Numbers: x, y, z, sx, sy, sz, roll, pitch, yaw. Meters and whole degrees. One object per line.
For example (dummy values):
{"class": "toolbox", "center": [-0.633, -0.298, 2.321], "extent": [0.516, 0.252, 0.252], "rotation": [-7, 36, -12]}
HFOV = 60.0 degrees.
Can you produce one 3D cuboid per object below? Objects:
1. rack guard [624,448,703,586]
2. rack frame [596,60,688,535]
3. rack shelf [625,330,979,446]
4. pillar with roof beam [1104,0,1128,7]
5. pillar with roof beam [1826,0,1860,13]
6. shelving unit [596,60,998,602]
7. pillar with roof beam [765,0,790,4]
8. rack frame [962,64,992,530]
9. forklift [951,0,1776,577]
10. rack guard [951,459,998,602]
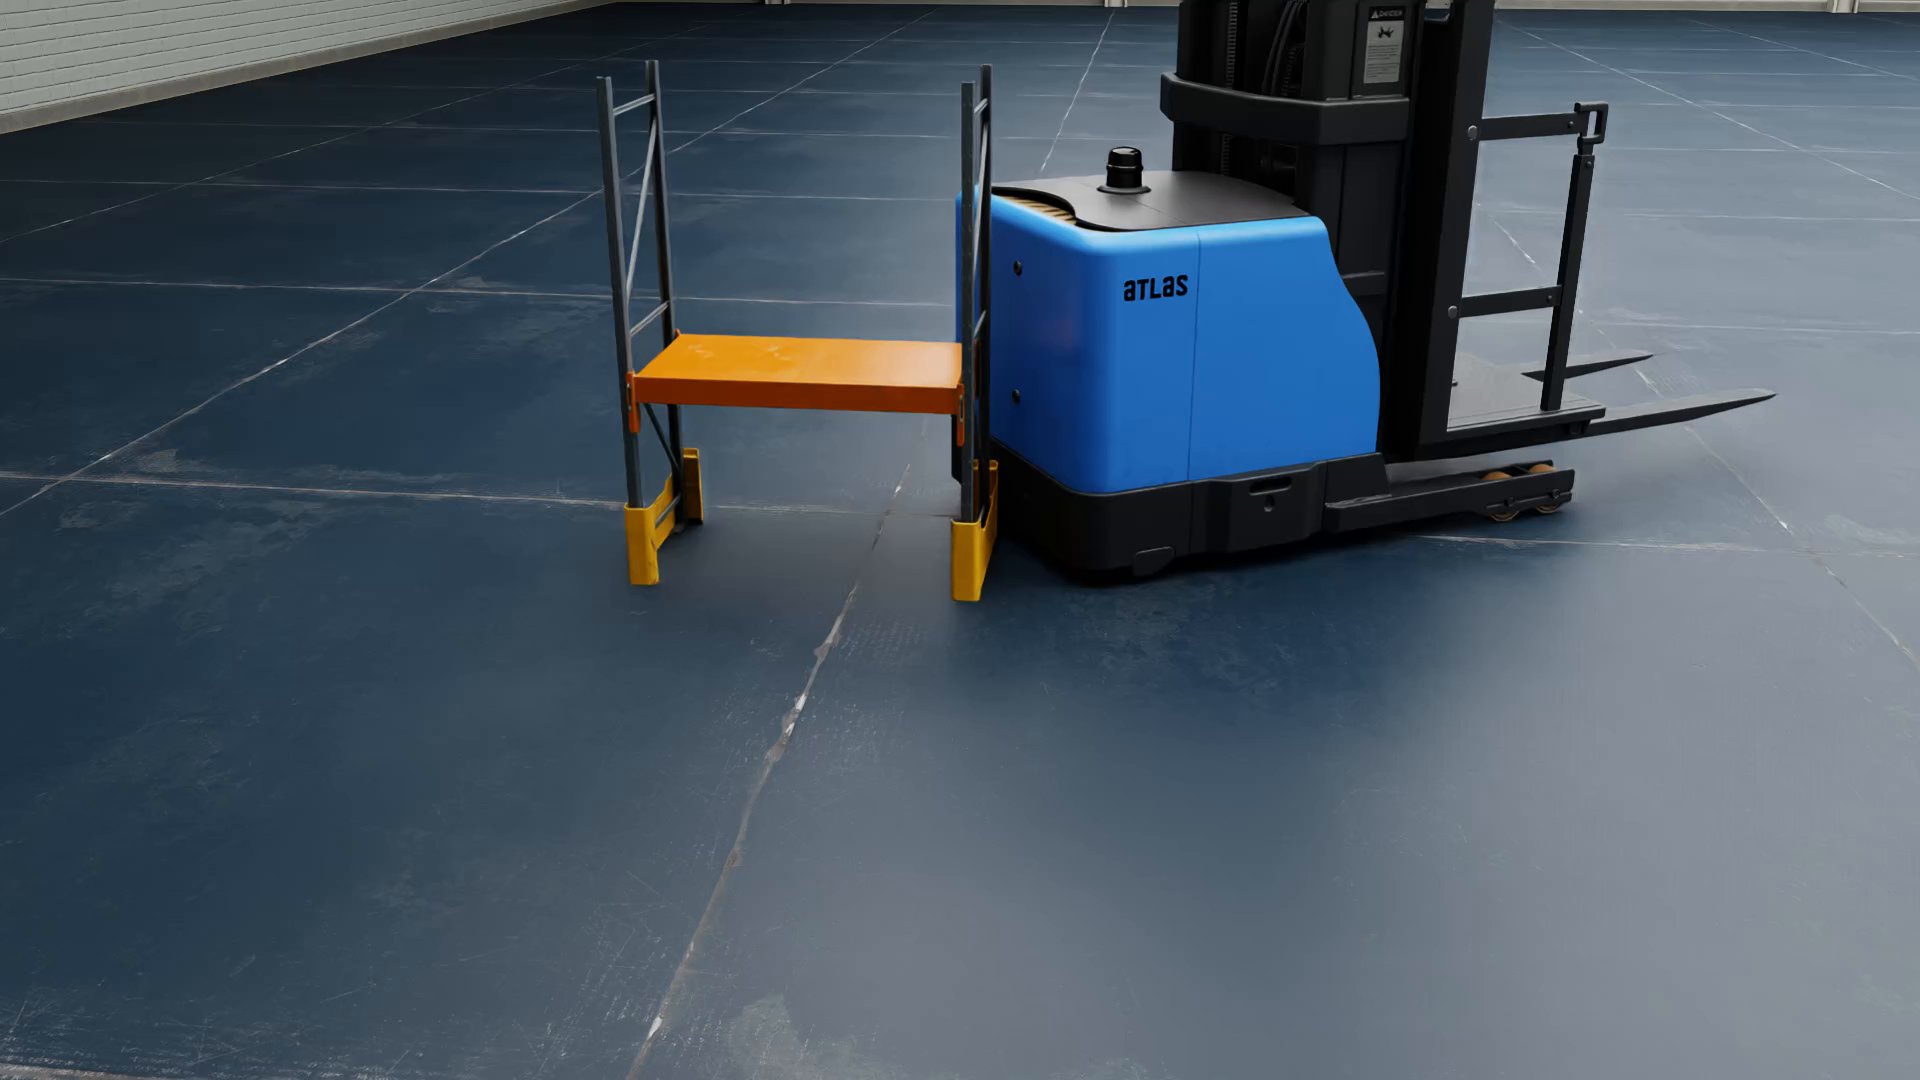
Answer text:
{"class": "rack guard", "center": [-0.940, -0.083, 5.310], "extent": [0.087, 0.250, 0.587], "rotation": [3, 22, 6]}
{"class": "rack frame", "center": [-0.959, -0.665, 5.083], "extent": [0.032, 1.500, 0.500], "rotation": [3, 22, 6]}
{"class": "rack shelf", "center": [-0.454, -0.475, 5.091], "extent": [1.000, 0.185, 0.538], "rotation": [3, 22, 6]}
{"class": "pillar with roof beam", "center": [2.209, -11.897, 23.294], "extent": [0.400, 9.000, 9.100], "rotation": [2, 22, 6]}
{"class": "pillar with roof beam", "center": [14.125, -11.378, 21.980], "extent": [0.400, 9.000, 9.100], "rotation": [2, 22, 6]}
{"class": "shelving unit", "center": [-0.445, -0.642, 5.024], "extent": [1.083, 1.500, 0.587], "rotation": [3, 22, 6]}
{"class": "pillar with roof beam", "center": [-3.749, -12.157, 23.950], "extent": [0.400, 9.000, 9.100], "rotation": [2, 22, 6]}
{"class": "rack frame", "center": [0.050, -0.620, 4.967], "extent": [0.032, 1.500, 0.500], "rotation": [3, 22, 6]}
{"class": "forklift", "center": [1.534, -1.592, 5.480], "extent": [3.031, 2.935, 1.130], "rotation": [-9, 23, -22]}
{"class": "rack guard", "center": [0.049, -0.039, 5.197], "extent": [0.087, 0.250, 0.587], "rotation": [3, 22, 6]}
